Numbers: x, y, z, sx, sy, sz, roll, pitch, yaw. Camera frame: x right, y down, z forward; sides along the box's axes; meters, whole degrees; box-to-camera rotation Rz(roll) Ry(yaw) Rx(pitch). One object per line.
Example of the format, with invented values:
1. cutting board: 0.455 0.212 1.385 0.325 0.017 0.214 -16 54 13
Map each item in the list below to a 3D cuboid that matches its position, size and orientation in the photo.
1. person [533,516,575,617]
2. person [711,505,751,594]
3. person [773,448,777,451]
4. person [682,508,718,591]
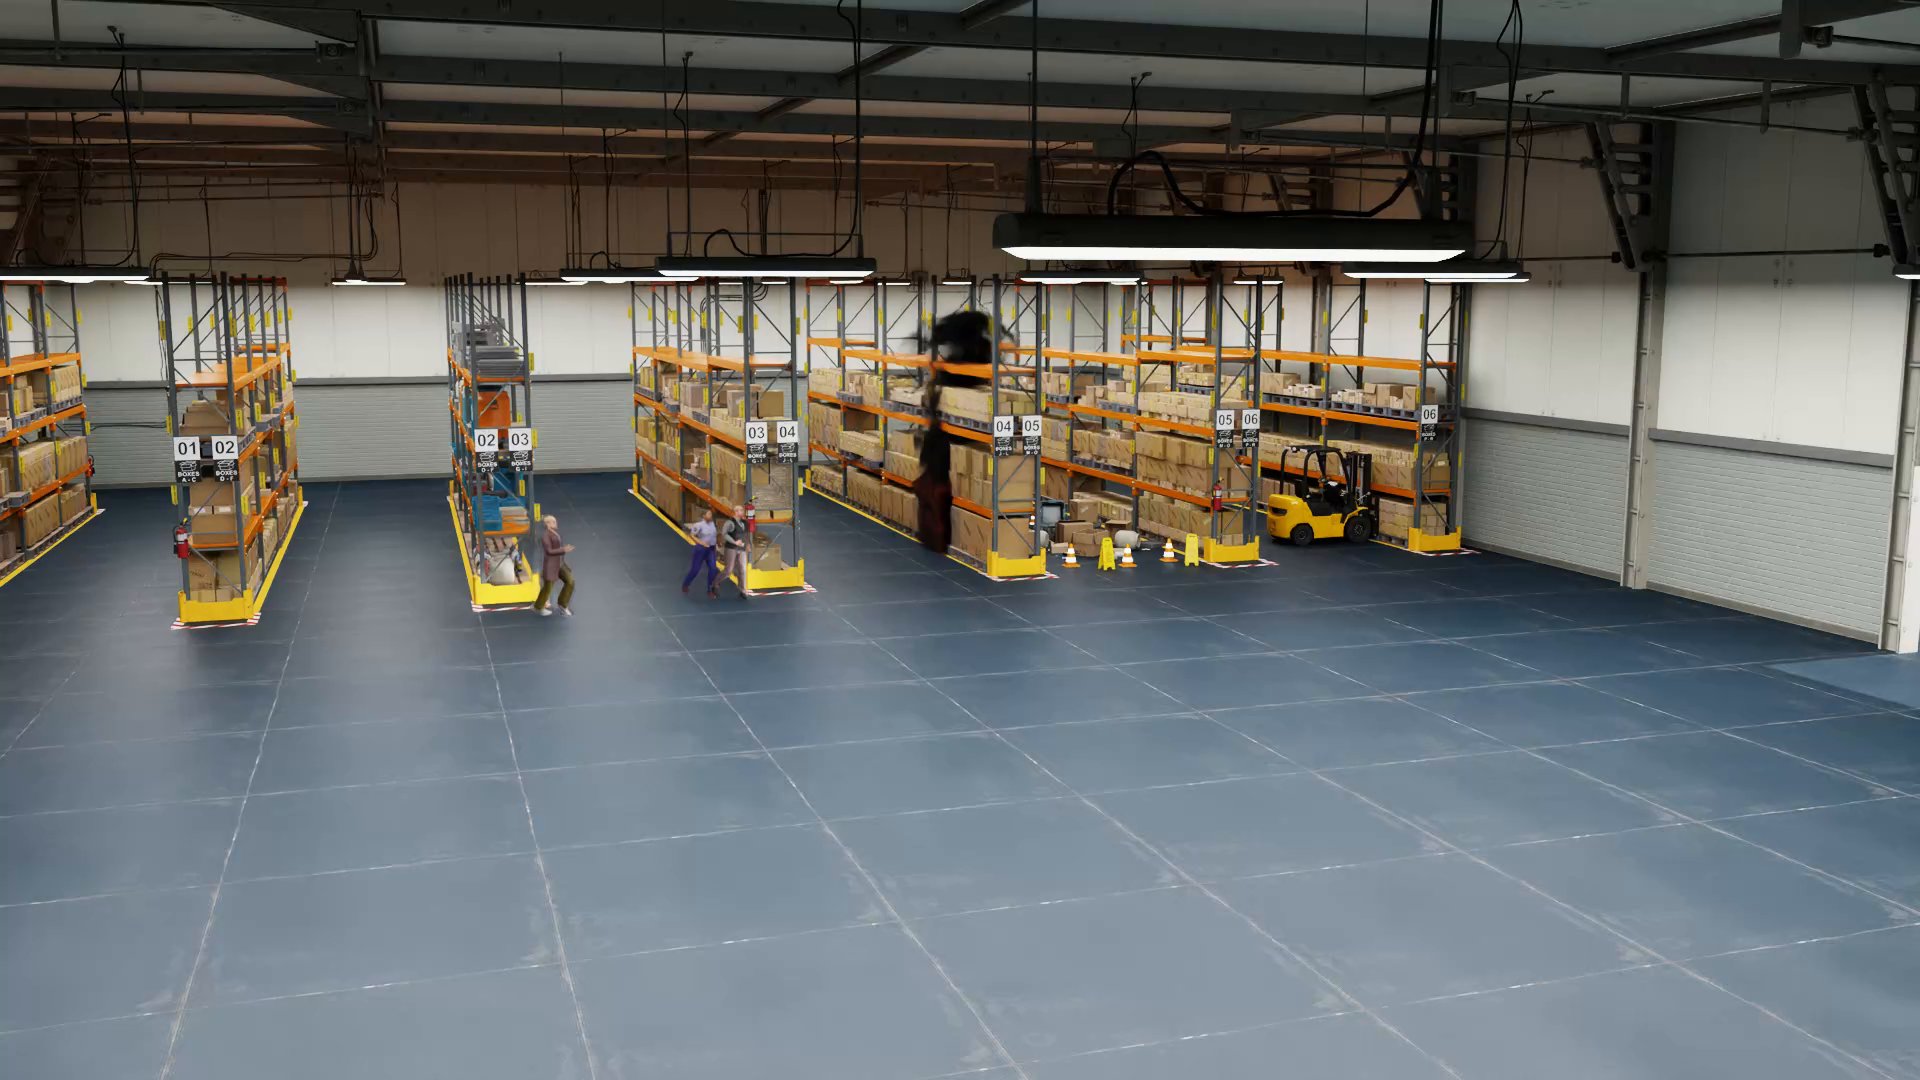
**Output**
1. person: -7.099 0.479 29.056 0.817 1.823 0.664 2 9 15
2. person: -4.185 0.173 30.958 0.719 1.643 0.716 6 11 36
3. person: -5.193 -2.419 48.630 0.632 1.640 0.753 3 9 20
4. person: -4.781 0.180 31.163 0.660 1.528 0.712 -8 11 -41
